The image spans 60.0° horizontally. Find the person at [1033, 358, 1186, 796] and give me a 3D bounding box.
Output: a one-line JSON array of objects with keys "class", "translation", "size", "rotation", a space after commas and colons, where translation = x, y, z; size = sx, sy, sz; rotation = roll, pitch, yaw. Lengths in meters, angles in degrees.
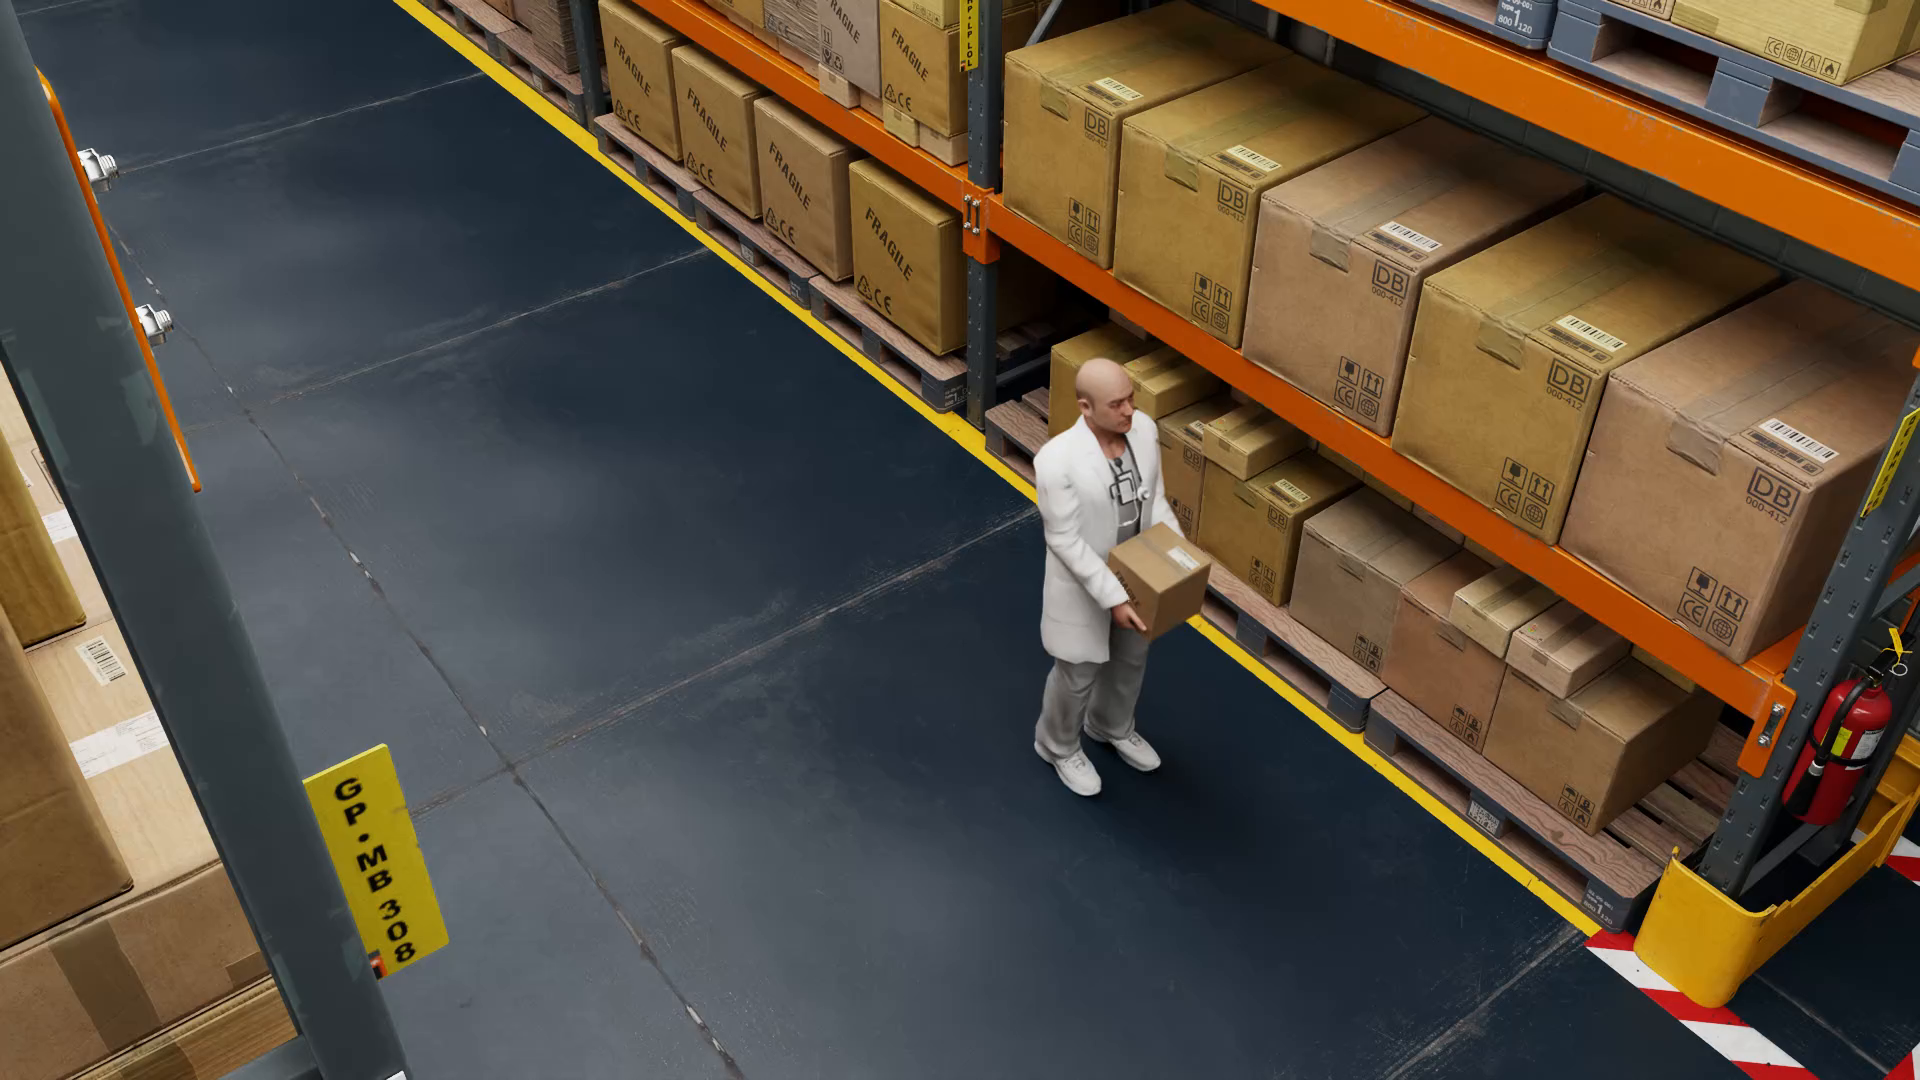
[{"class": "person", "translation": [0.569, 0.187, 5.943], "size": [0.533, 1.774, 0.554], "rotation": [-27, 47, -29]}]
